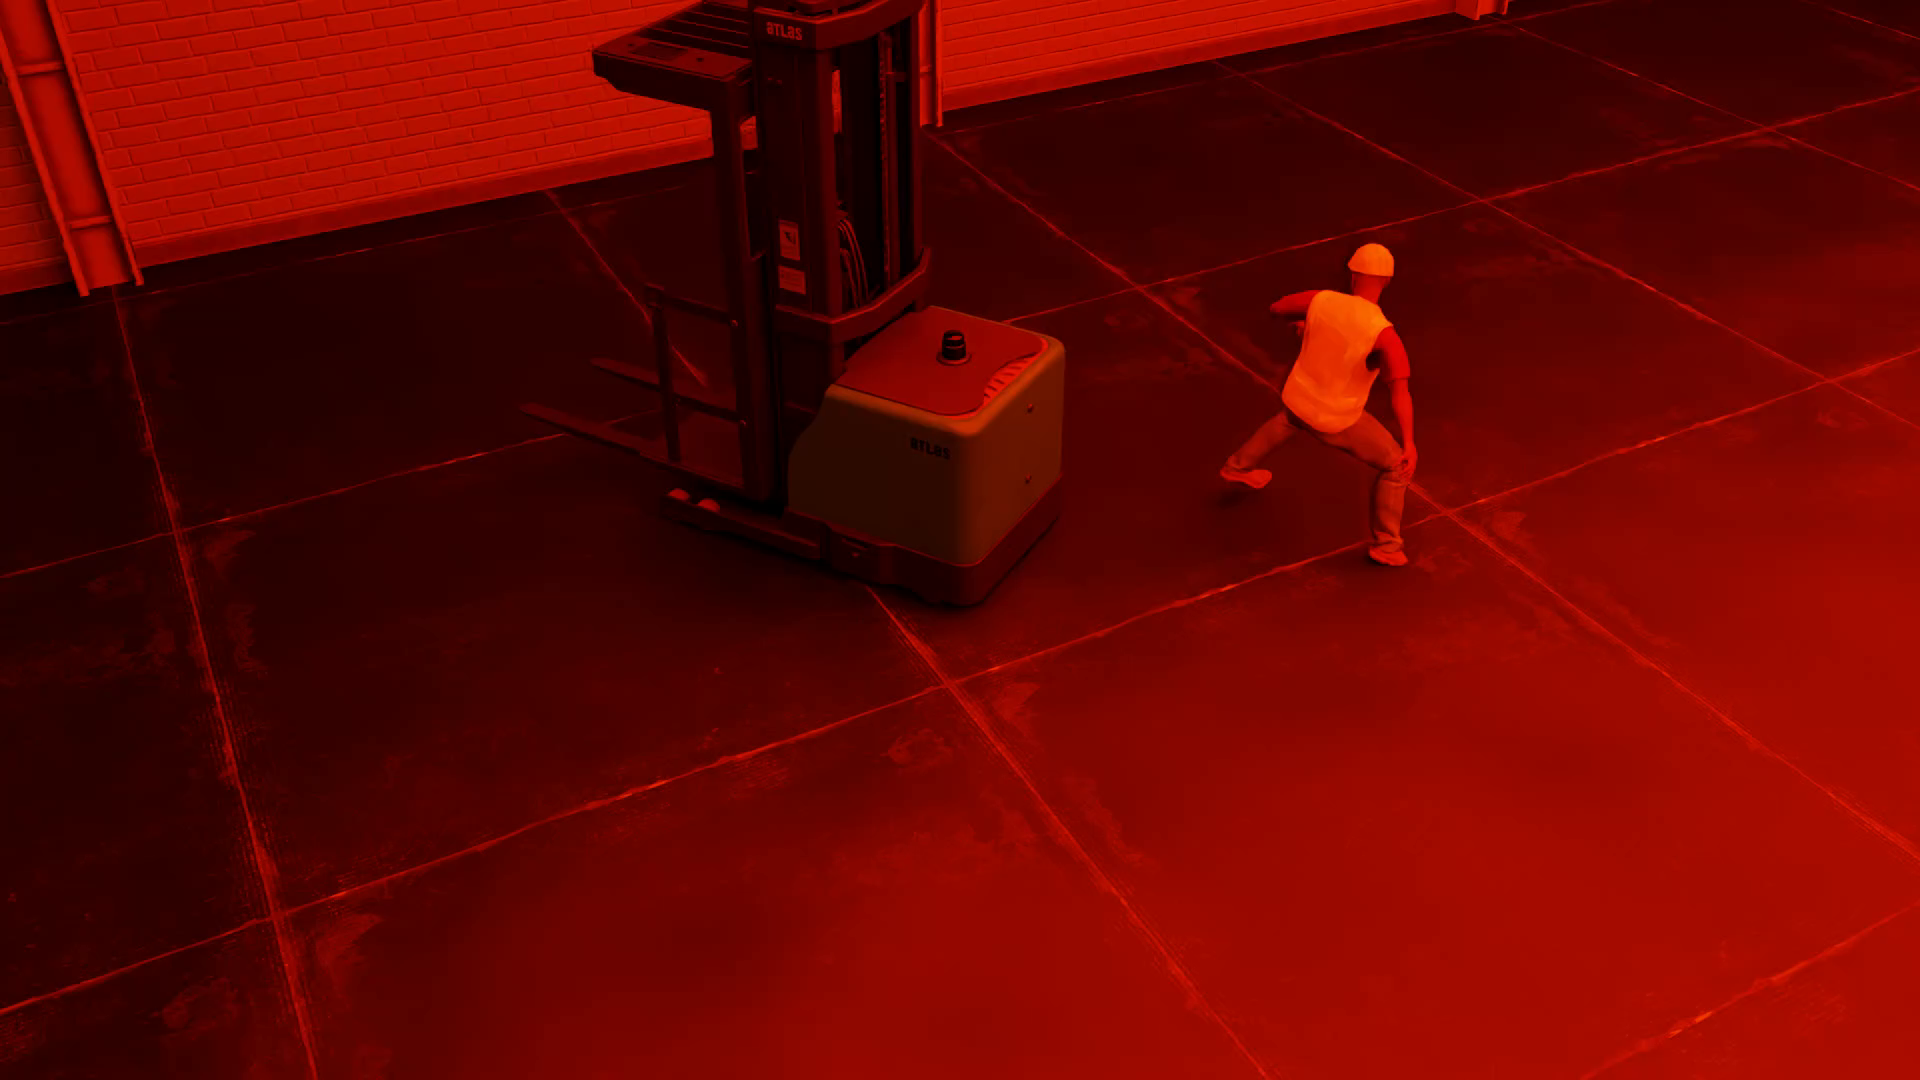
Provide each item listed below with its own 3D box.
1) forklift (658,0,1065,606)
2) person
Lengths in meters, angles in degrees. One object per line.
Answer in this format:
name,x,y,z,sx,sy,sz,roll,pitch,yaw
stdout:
forklift,-0.527,-1.298,8.036,1.939,2.843,1.129,18,39,24
person,1.918,-0.647,8.262,0.551,1.686,1.223,-20,40,-26
